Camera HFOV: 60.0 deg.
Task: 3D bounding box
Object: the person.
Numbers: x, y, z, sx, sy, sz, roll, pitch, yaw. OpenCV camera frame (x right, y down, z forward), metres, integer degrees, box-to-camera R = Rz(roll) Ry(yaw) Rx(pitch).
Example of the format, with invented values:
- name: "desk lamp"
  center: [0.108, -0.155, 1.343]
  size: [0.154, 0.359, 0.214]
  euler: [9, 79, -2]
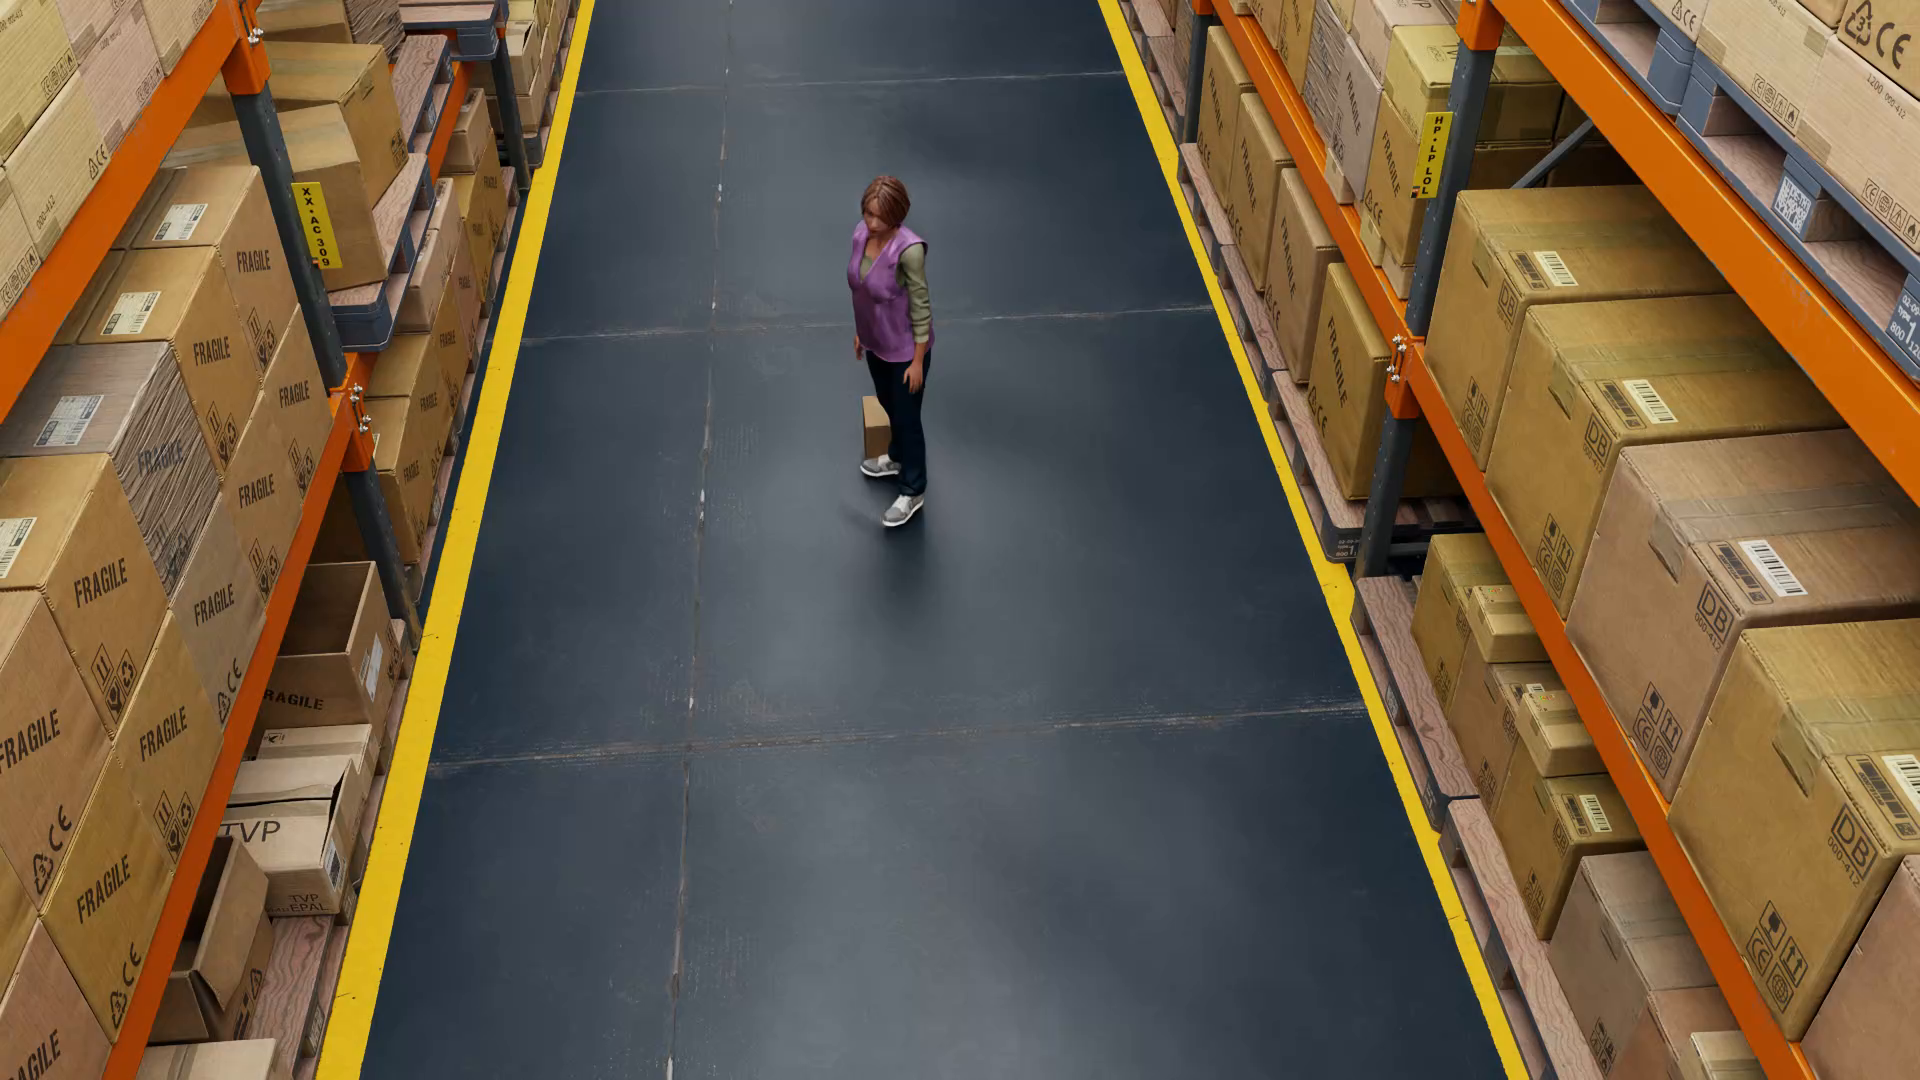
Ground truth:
- name: "person"
  center: [-0.299, -0.826, 7.132]
  size: [0.401, 1.584, 0.483]
  euler: [-27, 47, -29]
